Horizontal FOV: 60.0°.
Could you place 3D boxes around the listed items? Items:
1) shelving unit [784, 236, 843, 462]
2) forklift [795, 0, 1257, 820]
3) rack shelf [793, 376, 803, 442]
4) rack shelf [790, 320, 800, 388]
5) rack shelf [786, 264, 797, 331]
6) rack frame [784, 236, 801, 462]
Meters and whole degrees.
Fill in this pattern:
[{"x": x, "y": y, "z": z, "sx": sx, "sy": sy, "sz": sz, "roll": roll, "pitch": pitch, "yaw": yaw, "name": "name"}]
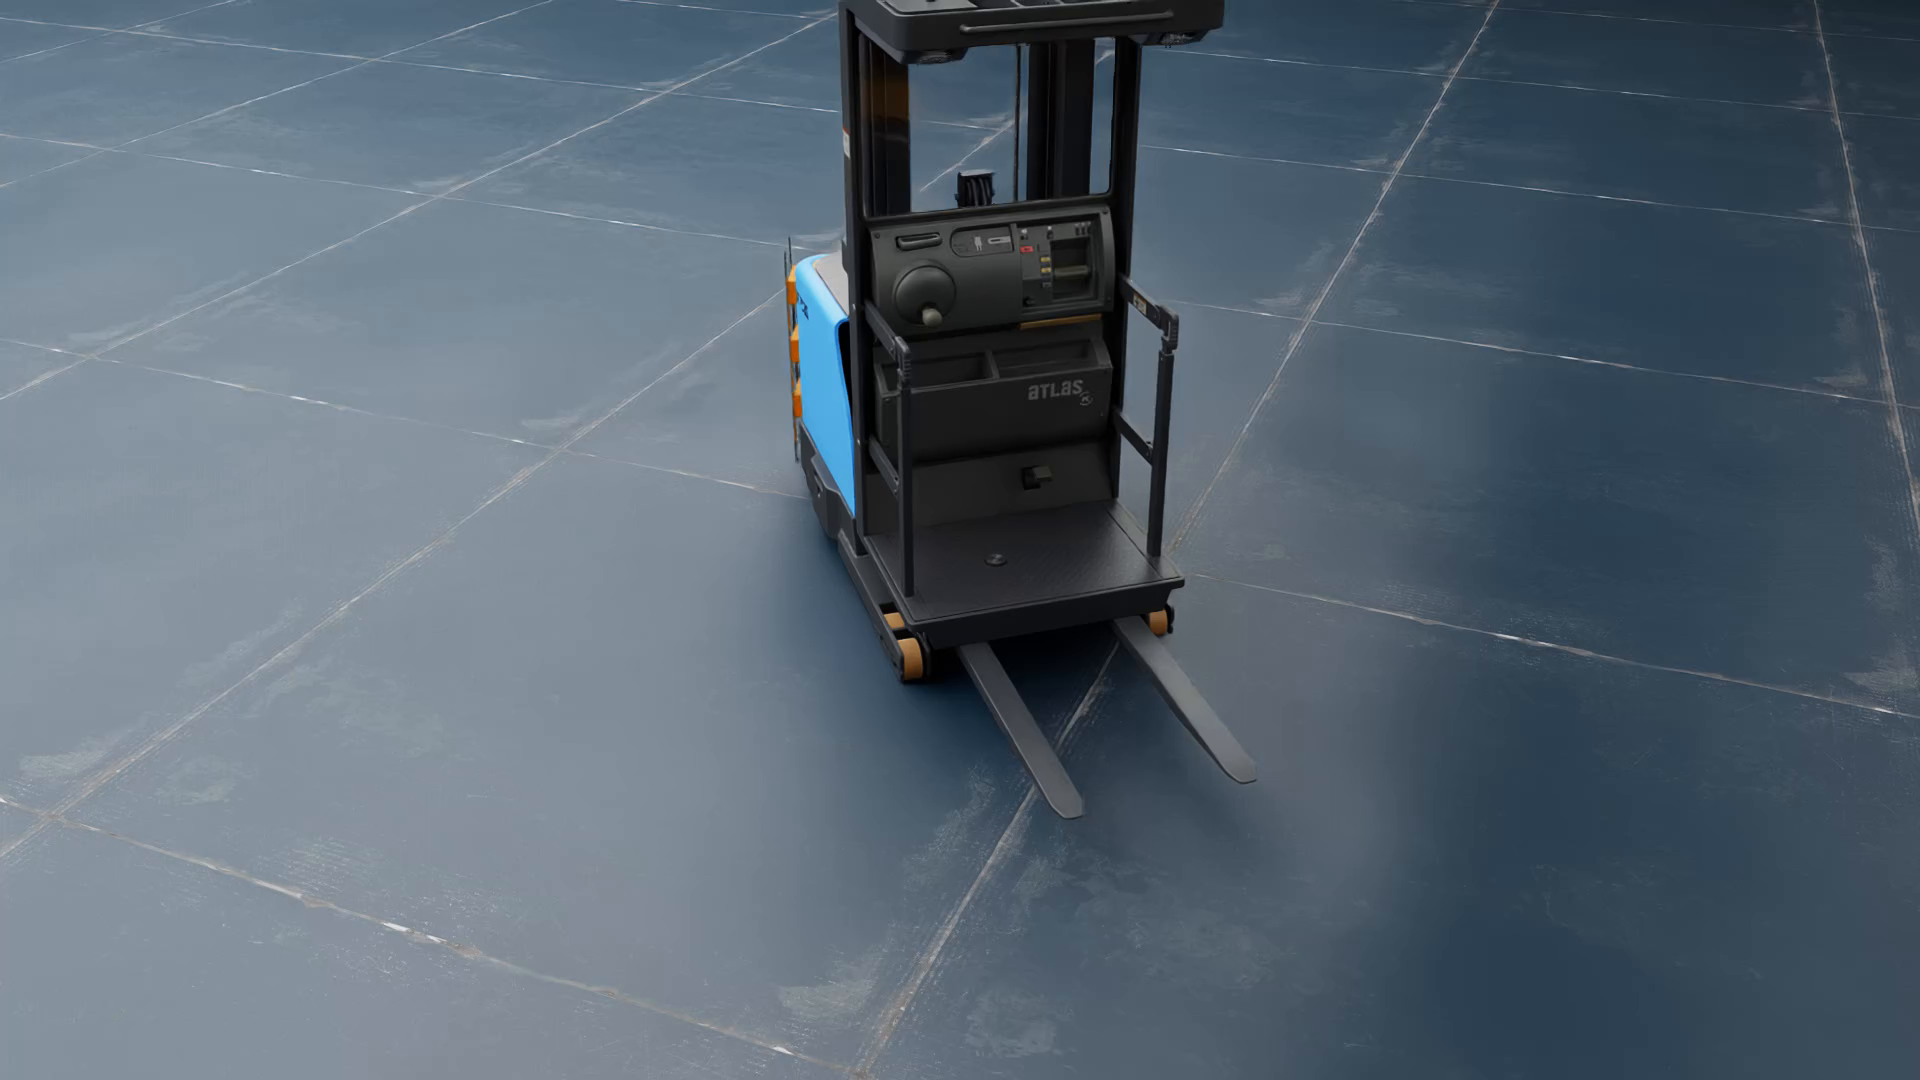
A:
[{"x": -0.655, "y": -0.874, "z": 7.729, "sx": 0.252, "sy": 1.050, "sz": 0.215, "roll": 1, "pitch": 29, "yaw": 1, "name": "shelving unit"}, {"x": 0.196, "y": -0.962, "z": 5.973, "sx": 1.130, "sy": 2.935, "sz": 3.031, "roll": -9, "pitch": 31, "yaw": -15, "name": "forklift"}, {"x": -0.654, "y": -0.623, "z": 7.870, "sx": 0.240, "sy": 0.259, "sz": 0.215, "roll": 1, "pitch": 29, "yaw": 1, "name": "rack shelf"}, {"x": -0.655, "y": -0.865, "z": 7.734, "sx": 0.240, "sy": 0.259, "sz": 0.215, "roll": 1, "pitch": 29, "yaw": 1, "name": "rack shelf"}, {"x": -0.655, "y": -1.112, "z": 7.594, "sx": 0.240, "sy": 0.259, "sz": 0.215, "roll": 1, "pitch": 29, "yaw": 1, "name": "rack shelf"}, {"x": -0.777, "y": -0.875, "z": 7.731, "sx": 0.008, "sy": 1.050, "sz": 0.200, "roll": 1, "pitch": 29, "yaw": 1, "name": "rack frame"}]
